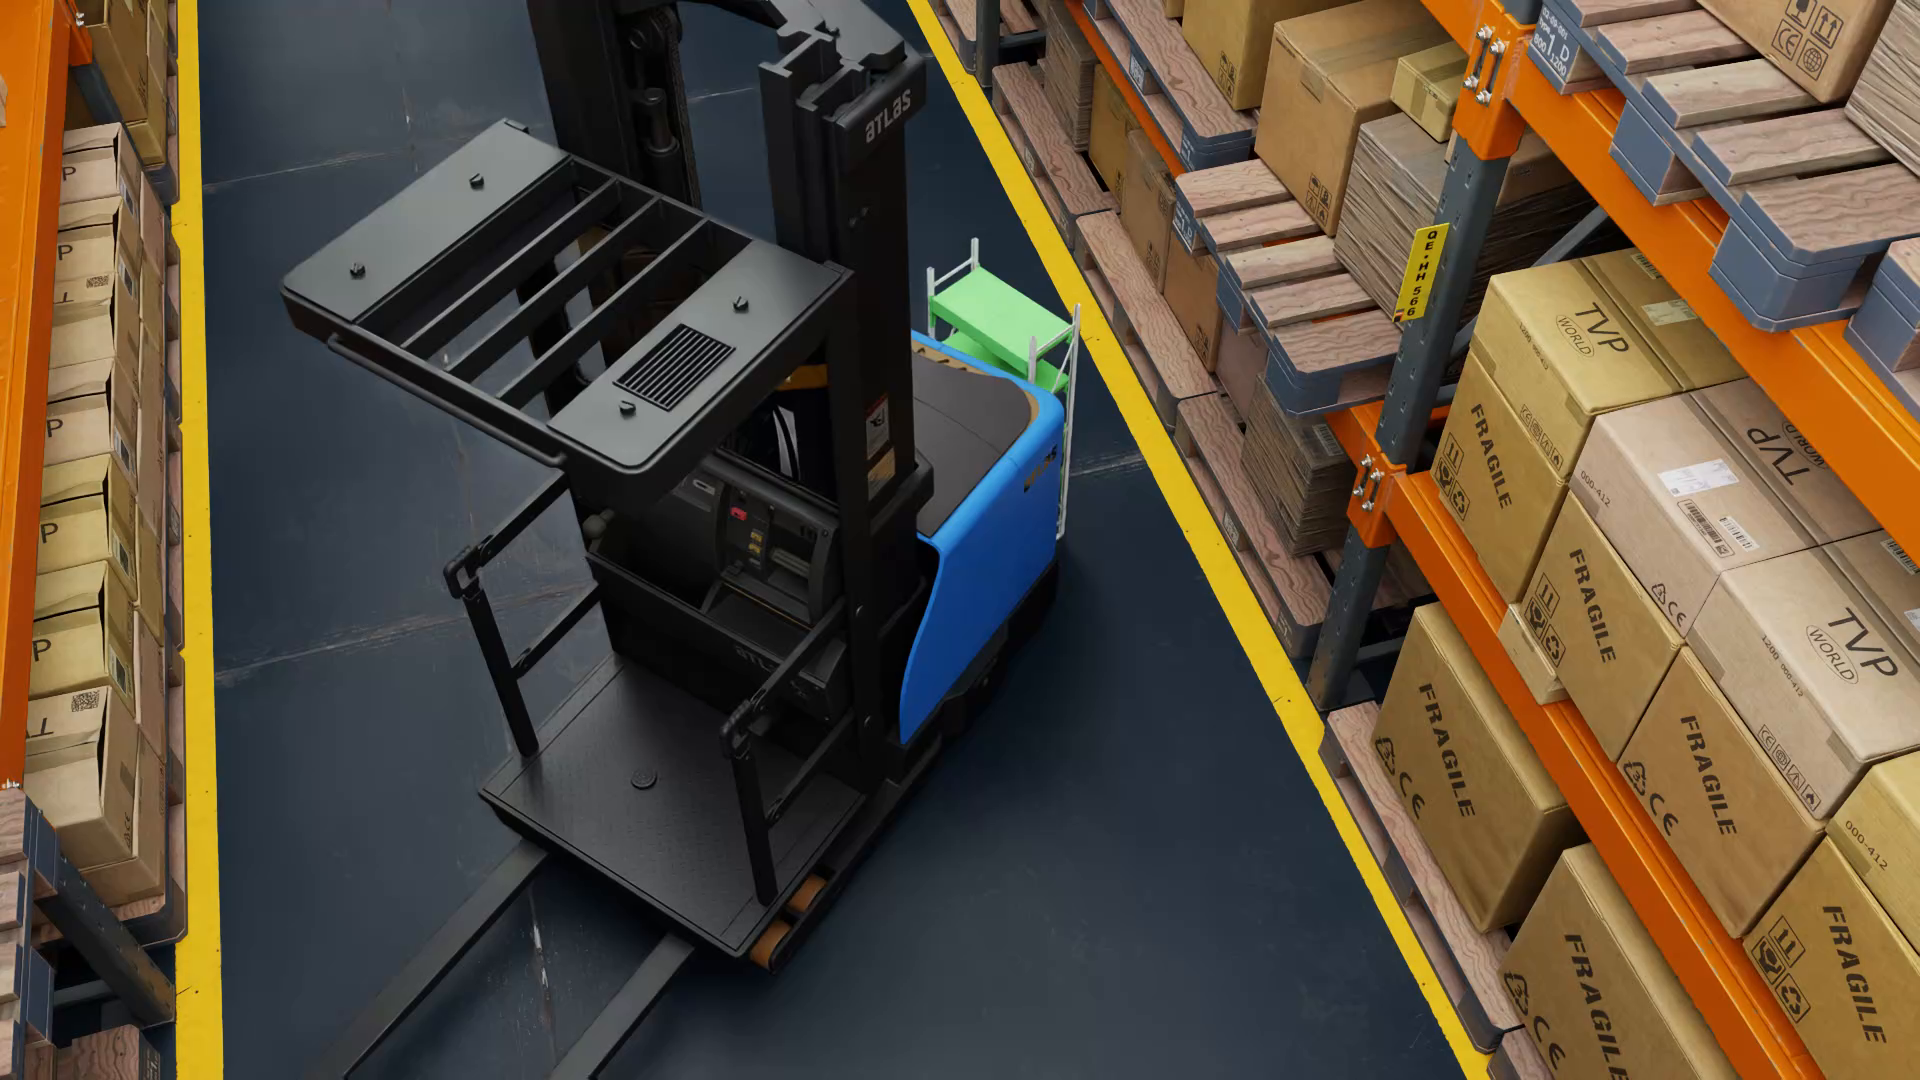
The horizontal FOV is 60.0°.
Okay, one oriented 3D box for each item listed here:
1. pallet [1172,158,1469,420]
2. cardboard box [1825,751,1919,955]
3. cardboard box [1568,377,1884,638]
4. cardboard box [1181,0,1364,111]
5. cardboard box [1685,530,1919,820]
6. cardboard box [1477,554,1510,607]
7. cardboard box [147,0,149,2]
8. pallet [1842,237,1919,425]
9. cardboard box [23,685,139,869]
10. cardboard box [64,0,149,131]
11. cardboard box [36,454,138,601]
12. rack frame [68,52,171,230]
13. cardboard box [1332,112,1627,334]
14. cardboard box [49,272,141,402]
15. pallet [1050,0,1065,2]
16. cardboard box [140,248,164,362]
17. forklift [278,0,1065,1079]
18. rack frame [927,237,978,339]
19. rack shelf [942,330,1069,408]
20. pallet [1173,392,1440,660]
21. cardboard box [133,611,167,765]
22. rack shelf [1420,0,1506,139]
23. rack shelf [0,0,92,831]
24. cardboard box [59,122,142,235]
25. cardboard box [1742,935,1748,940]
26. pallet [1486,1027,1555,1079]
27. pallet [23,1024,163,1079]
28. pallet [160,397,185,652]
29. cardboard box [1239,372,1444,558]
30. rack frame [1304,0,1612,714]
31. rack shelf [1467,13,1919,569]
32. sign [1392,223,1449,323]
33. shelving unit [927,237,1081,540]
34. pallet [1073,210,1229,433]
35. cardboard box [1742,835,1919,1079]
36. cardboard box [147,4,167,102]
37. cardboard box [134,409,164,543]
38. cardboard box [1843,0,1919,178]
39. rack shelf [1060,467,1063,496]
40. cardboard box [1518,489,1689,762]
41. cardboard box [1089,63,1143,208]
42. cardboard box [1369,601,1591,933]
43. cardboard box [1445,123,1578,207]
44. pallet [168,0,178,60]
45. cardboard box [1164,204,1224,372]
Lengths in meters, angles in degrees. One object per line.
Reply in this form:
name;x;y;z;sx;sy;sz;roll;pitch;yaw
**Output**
pallet;1.445;-0.932;5.489;1.213;0.211;1.003;-13;51;-11
cardboard box;2.113;0.644;3.271;0.500;0.250;0.500;-14;51;-12
cardboard box;1.805;-0.092;3.891;0.500;0.250;0.500;-14;51;-11
cardboard box;1.219;-1.918;5.841;0.700;0.500;0.500;-13;51;-11
cardboard box;1.956;0.273;3.584;0.500;0.250;0.500;-13;51;-11
cardboard box;1.699;0.056;4.682;0.380;0.149;0.250;-13;51;-10
cardboard box;-4.291;-2.927;8.079;0.500;0.500;0.500;-13;51;-11
pallet;2.332;-0.129;2.848;1.003;0.211;1.213;-11;51;-9
cardboard box;-2.848;0.746;5.106;0.500;0.311;0.500;-12;51;-10
cardboard box;-3.995;-2.197;7.463;0.500;0.500;0.500;-13;51;-11
cardboard box;-3.160;-0.008;5.742;0.500;0.311;0.500;-15;51;-12
rack frame;-4.157;-2.296;6.514;1.000;3.000;0.127;-13;51;-11
cardboard box;1.609;-1.013;5.078;0.700;0.500;0.500;-19;52;-15
cardboard box;-3.458;-0.752;6.368;0.500;0.311;0.500;-13;51;-11
pallet;0.661;-2.766;7.035;1.003;0.211;1.213;-13;51;-11
cardboard box;-3.609;-0.938;6.892;0.500;0.250;0.500;-14;51;-12
forklift;-0.862;0.018;4.608;1.130;2.935;3.031;27;55;21
rack frame;-0.025;-0.613;6.272;0.015;1.200;0.240;37;59;27
rack shelf;0.149;-0.595;6.026;0.480;0.148;0.258;37;59;27
pallet;1.527;-0.170;6.545;1.003;0.211;1.213;-13;51;-11
cardboard box;-2.998;0.560;5.629;0.500;0.250;0.500;-15;51;-12
rack shelf;1.166;-2.693;5.357;1.077;0.370;4.000;-13;51;-11
rack shelf;-3.565;-0.604;5.557;1.077;0.370;4.000;-13;51;-11
cardboard box;-3.763;-1.495;6.995;0.500;0.311;0.500;-13;51;-11
cardboard box;2.040;0.803;4.052;0.380;0.149;0.250;-13;51;-10
pallet;2.275;1.883;4.814;1.003;0.211;1.213;-13;51;-11
pallet;-2.789;2.078;4.650;1.003;0.211;1.213;-13;51;-11
pallet;-3.537;0.024;6.381;1.003;0.211;1.213;-13;51;-11
cardboard box;1.494;-0.348;6.218;0.700;0.500;0.500;-13;51;-10
rack frame;1.757;-0.498;4.997;1.000;3.000;0.127;-13;51;-11
rack shelf;2.349;0.228;2.894;1.077;0.370;4.000;-13;51;-11
sign;1.242;-0.716;4.476;0.100;0.325;0.005;-13;51;-11
shelving unit;0.148;-0.482;6.161;0.503;1.200;0.258;37;59;27
pallet;1.170;-1.059;7.295;1.003;0.211;1.213;-13;51;-11
cardboard box;2.109;0.906;3.541;0.500;0.500;0.500;-12;51;-10
cardboard box;-4.147;-2.319;8.057;0.500;0.250;0.500;-13;51;-11
cardboard box;-3.308;-0.193;6.264;0.500;0.250;0.500;-12;51;-10
cardboard box;2.162;-0.922;3.040;0.700;0.500;0.500;-16;52;-13
rack shelf;0.148;-0.286;6.393;0.480;0.148;0.258;37;59;27
cardboard box;1.802;0.165;4.166;0.500;0.500;0.500;-12;51;-10
cardboard box;1.009;-1.855;7.489;0.700;0.500;0.500;-14;51;-12
cardboard box;1.849;0.627;5.181;0.750;0.750;0.750;-14;51;-11
cardboard box;1.626;-1.126;4.750;0.380;0.149;0.250;-19;53;-16
pallet;-4.716;-2.881;8.830;1.003;0.211;1.213;-13;51;-11
cardboard box;1.279;-1.107;6.858;0.700;0.500;0.500;-14;51;-11
